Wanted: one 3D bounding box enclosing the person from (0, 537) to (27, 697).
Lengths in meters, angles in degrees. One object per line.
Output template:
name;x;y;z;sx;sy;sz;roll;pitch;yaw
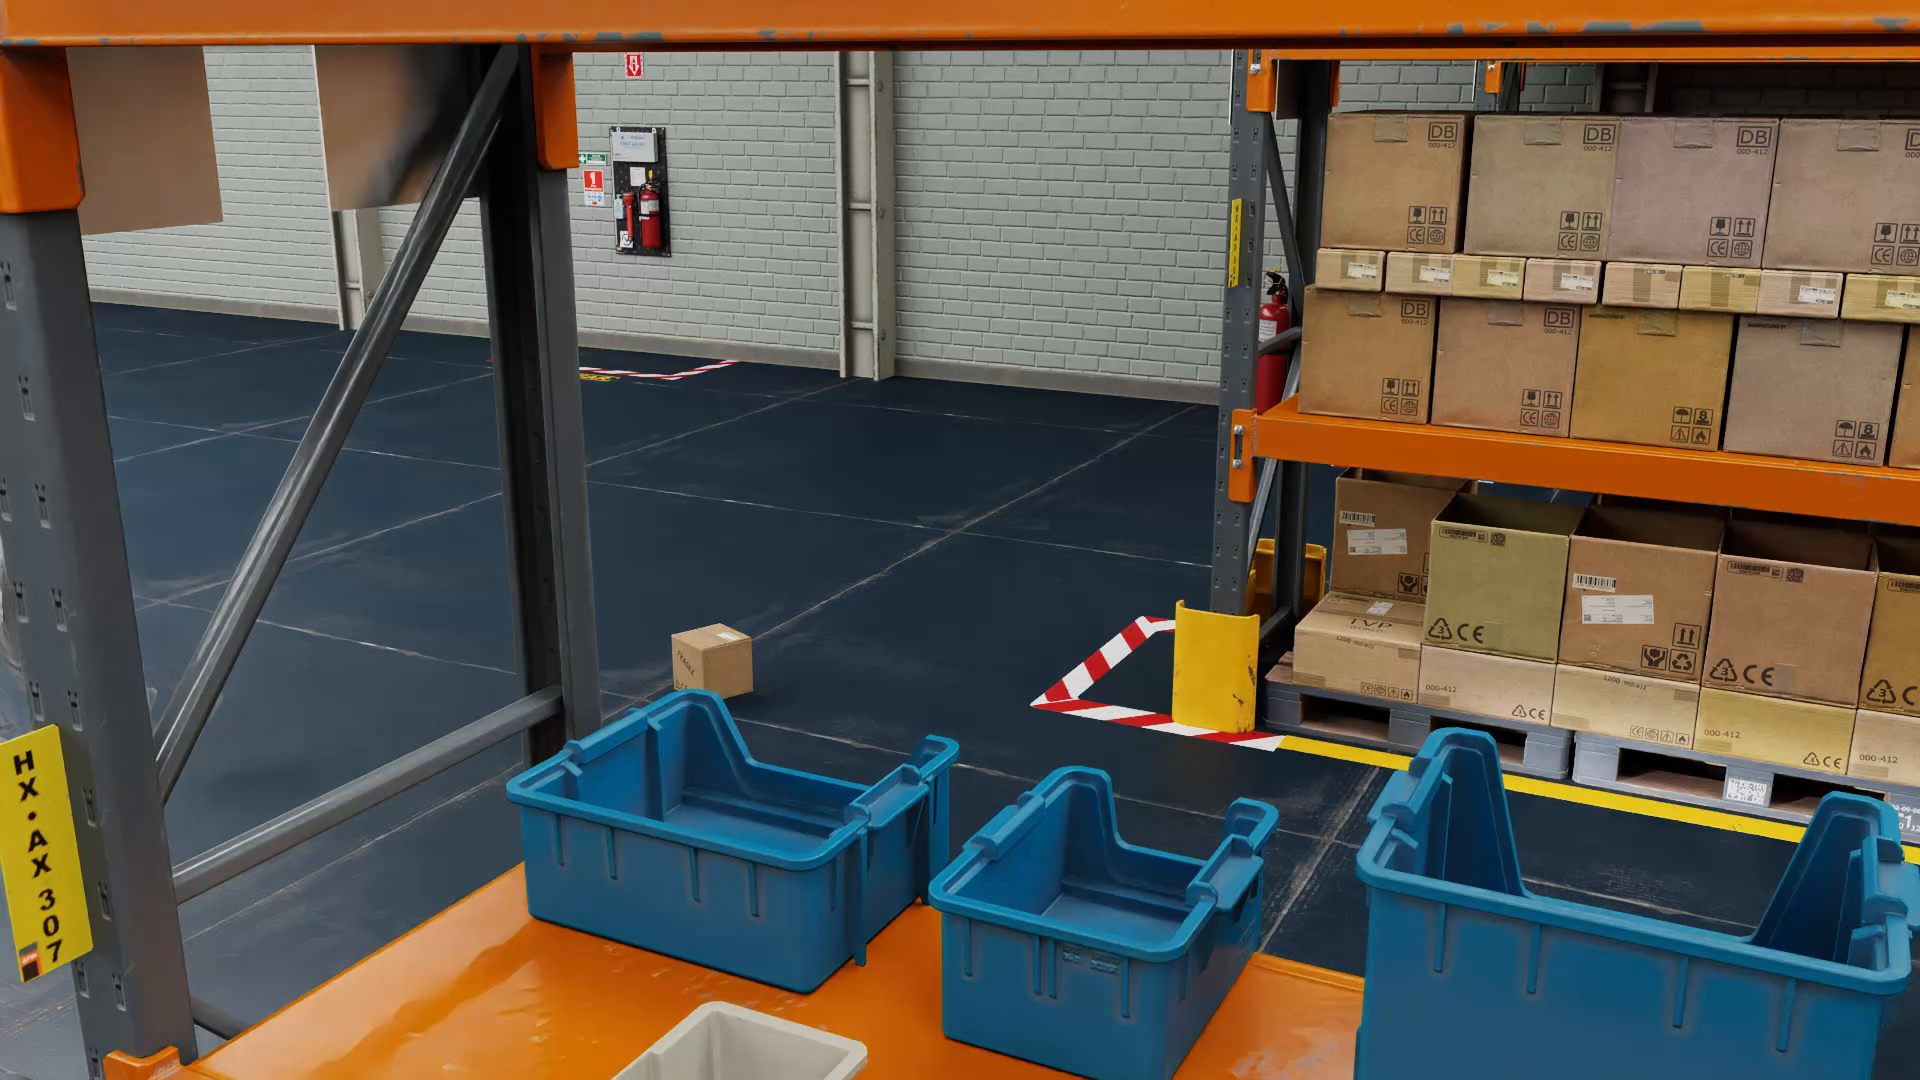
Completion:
person;-3.667;0.120;6.103;0.643;1.744;0.532;-4;16;-13
